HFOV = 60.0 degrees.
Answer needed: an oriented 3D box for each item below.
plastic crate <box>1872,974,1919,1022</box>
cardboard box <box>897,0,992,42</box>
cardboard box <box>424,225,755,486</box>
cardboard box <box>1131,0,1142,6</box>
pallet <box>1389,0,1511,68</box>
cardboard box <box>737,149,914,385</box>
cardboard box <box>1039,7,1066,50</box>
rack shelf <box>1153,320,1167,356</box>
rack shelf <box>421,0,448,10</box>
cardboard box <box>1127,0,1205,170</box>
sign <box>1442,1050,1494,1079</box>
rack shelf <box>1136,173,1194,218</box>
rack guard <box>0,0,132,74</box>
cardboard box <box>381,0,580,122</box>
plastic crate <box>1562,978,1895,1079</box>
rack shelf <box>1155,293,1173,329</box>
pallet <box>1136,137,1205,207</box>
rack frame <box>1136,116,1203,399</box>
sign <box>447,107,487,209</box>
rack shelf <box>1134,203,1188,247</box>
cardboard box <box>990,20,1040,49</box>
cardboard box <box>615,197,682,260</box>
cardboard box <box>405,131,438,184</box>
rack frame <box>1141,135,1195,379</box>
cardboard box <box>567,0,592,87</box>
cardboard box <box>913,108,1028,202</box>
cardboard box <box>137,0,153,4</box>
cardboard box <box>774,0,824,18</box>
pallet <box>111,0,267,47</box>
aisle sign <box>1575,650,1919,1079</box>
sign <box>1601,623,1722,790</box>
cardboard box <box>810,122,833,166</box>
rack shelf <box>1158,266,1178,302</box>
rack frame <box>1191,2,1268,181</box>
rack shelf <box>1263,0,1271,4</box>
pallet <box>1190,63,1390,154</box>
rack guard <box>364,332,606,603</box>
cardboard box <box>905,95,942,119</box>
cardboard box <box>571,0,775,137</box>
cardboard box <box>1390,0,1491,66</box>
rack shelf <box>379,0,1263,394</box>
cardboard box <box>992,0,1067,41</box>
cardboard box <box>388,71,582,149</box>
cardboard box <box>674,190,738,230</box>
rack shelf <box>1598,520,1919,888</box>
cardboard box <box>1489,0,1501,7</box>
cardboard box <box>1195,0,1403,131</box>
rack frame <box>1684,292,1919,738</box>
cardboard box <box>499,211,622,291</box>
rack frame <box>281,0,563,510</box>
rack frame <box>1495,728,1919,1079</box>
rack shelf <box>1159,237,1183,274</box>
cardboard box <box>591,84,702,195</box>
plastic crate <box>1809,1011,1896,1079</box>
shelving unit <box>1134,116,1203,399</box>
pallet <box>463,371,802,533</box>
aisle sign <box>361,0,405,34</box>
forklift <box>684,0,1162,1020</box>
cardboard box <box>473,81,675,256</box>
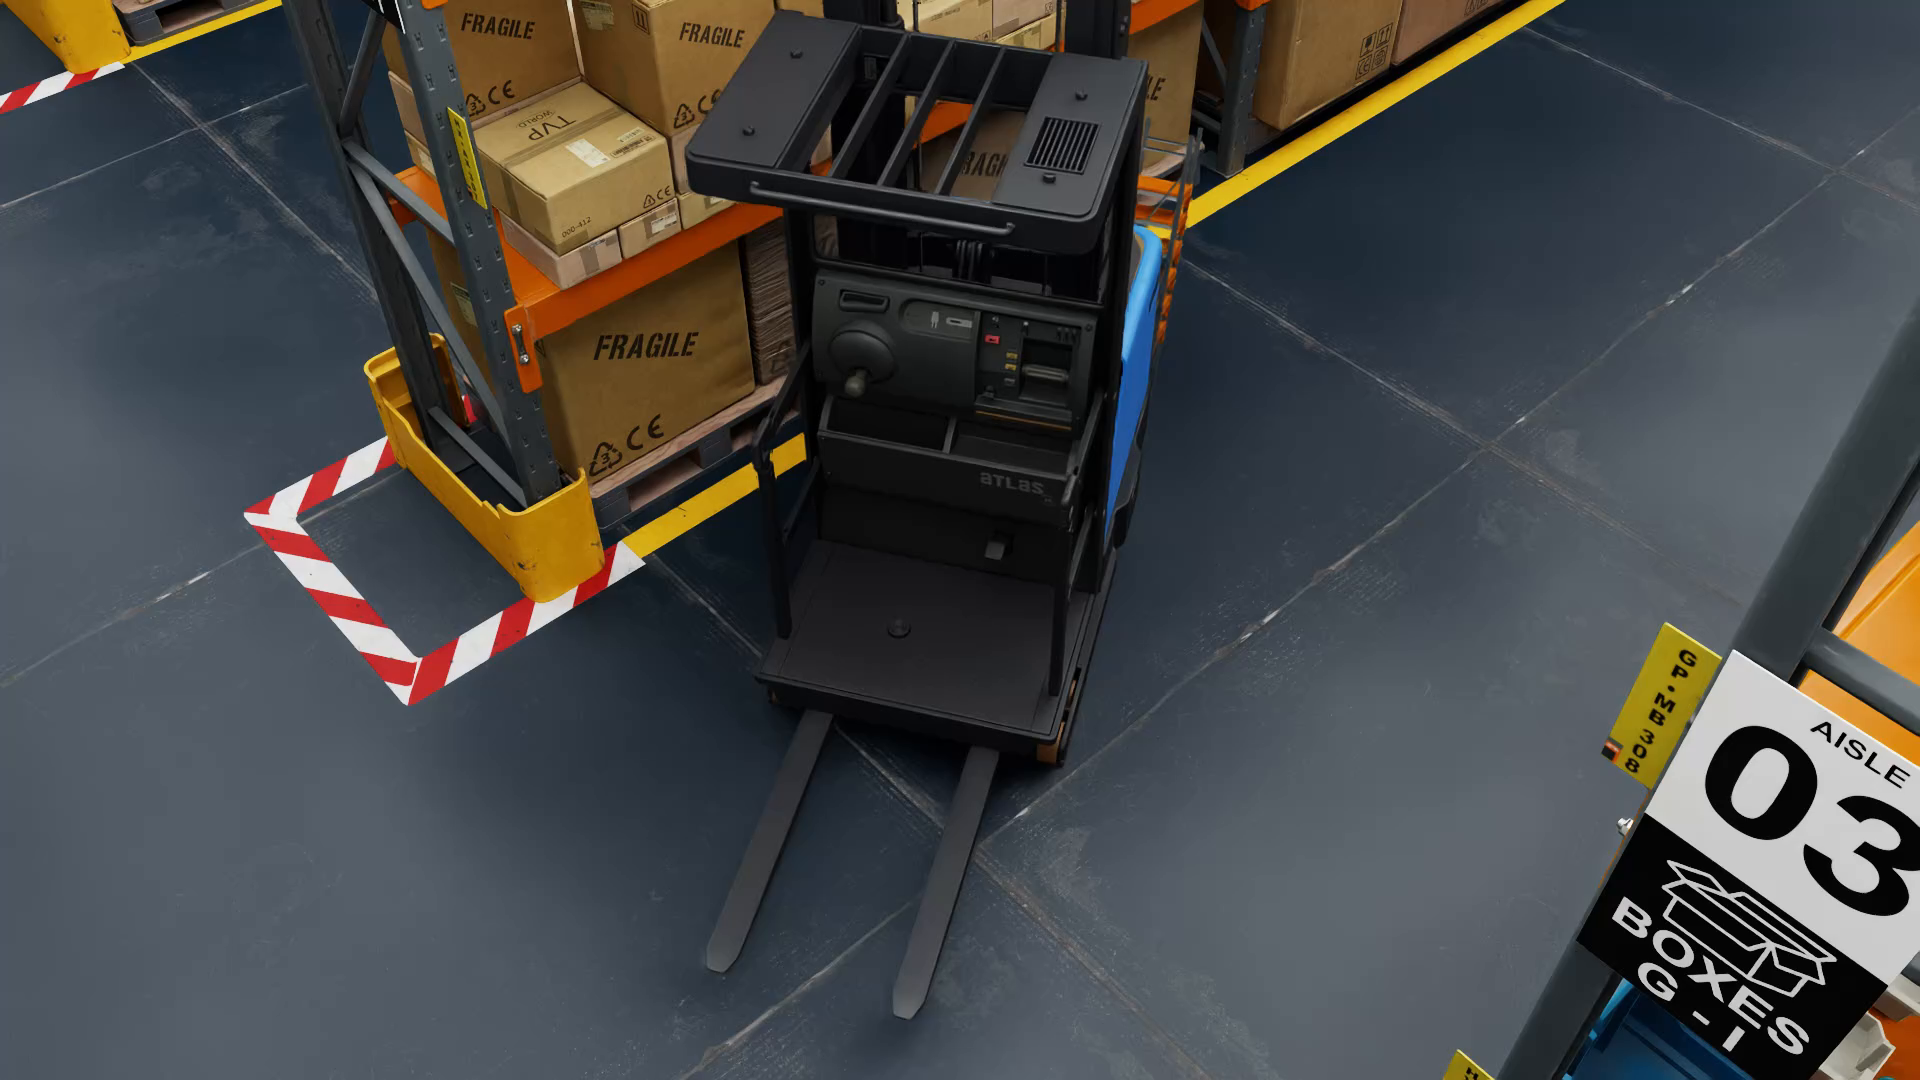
[{"bbox_3d":[2.142,0.961,3.961,0.243,0.136,0.396,-34,56,-27],"label":"plastic crate"},{"bbox_3d":[-0.222,-2.072,6.521,0.500,0.250,0.500,-35,56,-28],"label":"cardboard box"},{"bbox_3d":[-1.476,-0.946,6.742,0.875,0.875,0.875,-34,56,-27],"label":"cardboard box"},{"bbox_3d":[0.678,-2.473,7.162,0.250,0.149,0.380,-35,56,-28],"label":"cardboard box"},{"bbox_3d":[2.487,-3.225,9.582,1.213,0.211,1.003,-34,56,-27],"label":"pallet"},{"bbox_3d":[-0.803,-1.396,7.157,0.875,0.875,0.875,-34,56,-27],"label":"cardboard box"},{"bbox_3d":[0.297,-2.219,6.927,0.250,0.149,0.380,-33,55,-27],"label":"cardboard box"},{"bbox_3d":[0.740,-0.892,7.125,0.258,0.103,0.180,15,28,13],"label":"rack shelf"},{"bbox_3d":[-0.416,-2.926,5.857,4.000,0.370,1.077,-34,56,-27],"label":"rack shelf"},{"bbox_3d":[0.522,-2.281,7.973,0.875,0.875,0.875,-34,56,-27],"label":"cardboard box"},{"bbox_3d":[1.054,1.183,3.507,0.005,0.325,0.100,-34,56,-27],"label":"sign"},{"bbox_3d":[0.815,-1.422,6.854,0.258,0.103,0.180,15,28,13],"label":"rack shelf"},{"bbox_3d":[-5.101,-3.101,9.271,0.348,0.500,1.175,-34,56,-27],"label":"rack guard"},{"bbox_3d":[-1.712,-1.852,5.807,0.500,0.500,0.500,-33,55,-27],"label":"cardboard box"},{"bbox_3d":[1.558,1.230,3.509,0.499,0.435,0.616,-34,56,-27],"label":"plastic crate"},{"bbox_3d":[0.755,-0.998,7.071,0.258,0.103,0.180,15,28,13],"label":"rack shelf"},{"bbox_3d":[0.449,-1.863,8.325,1.213,0.211,1.003,-34,56,-27],"label":"pallet"},{"bbox_3d":[0.804,-1.180,7.076,0.240,1.200,0.006,15,28,13],"label":"rack frame"},{"bbox_3d":[-1.527,-1.180,5.155,0.005,0.325,0.100,-34,56,-27],"label":"sign"},{"bbox_3d":[0.800,-1.316,6.909,0.258,0.103,0.180,15,28,13],"label":"rack shelf"},{"bbox_3d":[0.108,-2.092,6.810,0.250,0.149,0.380,-35,56,-28],"label":"cardboard box"},{"bbox_3d":[-1.222,-1.203,5.990,0.250,0.149,0.380,-35,56,-28],"label":"cardboard box"},{"bbox_3d":[-1.854,-1.434,6.203,0.250,0.149,0.380,-33,55,-27],"label":"cardboard box"},{"bbox_3d":[0.747,-1.107,6.918,0.240,1.200,0.006,15,28,13],"label":"rack frame"},{"bbox_3d":[-1.340,-1.848,6.314,0.500,0.250,0.500,-35,56,-28],"label":"cardboard box"},{"bbox_3d":[-0.144,-1.836,7.563,0.875,0.875,0.875,-34,56,-27],"label":"cardboard box"},{"bbox_3d":[-4.555,-3.172,9.290,0.250,0.149,0.380,-33,55,-26],"label":"cardboard box"},{"bbox_3d":[-0.610,-2.066,6.004,0.500,0.500,0.500,-35,56,-28],"label":"cardboard box"},{"bbox_3d":[-4.477,-3.386,9.730,1.213,0.211,1.003,-34,56,-27],"label":"pallet"},{"bbox_3d":[1.186,0.524,2.457,0.004,0.787,0.394,-34,56,-27],"label":"aisle sign"},{"bbox_3d":[1.054,0.256,2.503,0.005,0.325,0.100,-34,56,-27],"label":"sign"},{"bbox_3d":[-0.652,-1.584,6.342,0.250,0.149,0.380,-35,56,-28],"label":"cardboard box"},{"bbox_3d":[0.770,-1.104,7.017,0.258,0.103,0.180,15,28,13],"label":"rack shelf"},{"bbox_3d":[1.064,-3.142,7.608,0.127,3.000,1.000,-34,56,-27],"label":"rack frame"},{"bbox_3d":[2.544,-3.887,8.785,4.000,0.370,1.077,-34,56,-27],"label":"rack shelf"},{"bbox_3d":[1.584,-2.619,9.023,1.213,0.211,1.003,-34,56,-27],"label":"pallet"},{"bbox_3d":[-1.914,-0.305,6.691,0.348,0.500,1.175,-34,56,-27],"label":"rack guard"},{"bbox_3d":[-0.274,-1.836,6.574,0.250,0.149,0.380,-35,56,-28],"label":"cardboard box"},{"bbox_3d":[-0.989,-1.806,5.765,0.500,0.500,0.500,-35,56,-28],"label":"cardboard box"},{"bbox_3d":[2.184,-3.333,8.945,0.875,0.875,1.225,-36,57,-28],"label":"cardboard box"},{"bbox_3d":[-0.416,-1.909,6.960,4.000,0.370,1.077,-34,56,-27],"label":"rack shelf"},{"bbox_3d":[0.155,-2.321,6.750,0.500,0.250,0.500,-33,55,-26],"label":"cardboard box"},{"bbox_3d":[-1.716,-1.598,6.083,0.500,0.250,0.500,-35,56,-28],"label":"cardboard box"},{"bbox_3d":[-1.033,-1.329,6.107,0.250,0.149,0.380,-35,56,-28],"label":"cardboard box"},{"bbox_3d":[2.916,-0.233,3.372,4.000,0.370,1.077,-34,56,-27],"label":"rack shelf"},{"bbox_3d":[2.834,-3.775,9.352,0.875,0.875,1.225,-34,56,-27],"label":"cardboard box"},{"bbox_3d":[1.524,-2.891,8.536,0.875,0.875,1.225,-34,56,-27],"label":"cardboard box"},{"bbox_3d":[1.436,-0.505,1.093,0.127,3.000,1.000,-34,56,-27],"label":"rack frame"},{"bbox_3d":[-1.411,-1.075,5.872,0.250,0.149,0.380,-33,55,-27],"label":"cardboard box"},{"bbox_3d":[-1.896,-1.164,5.783,0.127,3.000,1.000,-34,56,-27],"label":"rack frame"},{"bbox_3d":[1.436,1.529,3.298,0.127,3.000,1.000,-34,56,-27],"label":"rack frame"},{"bbox_3d":[0.785,-1.210,6.963,0.258,0.103,0.180,15,28,13],"label":"rack shelf"},{"bbox_3d":[-0.979,-1.565,6.053,0.500,0.250,0.500,-34,56,-28],"label":"cardboard box"},{"bbox_3d":[1.918,1.097,3.836,0.243,0.136,0.396,-34,56,-27],"label":"plastic crate"},{"bbox_3d":[0.775,-1.144,6.997,0.258,1.200,0.189,15,28,13],"label":"shelving unit"},{"bbox_3d":[-1.357,-0.656,7.212,1.213,0.211,1.003,-34,56,-27],"label":"pallet"},{"bbox_3d":[-1.747,-1.847,4.644,0.004,0.787,0.394,-34,56,-27],"label":"aisle sign"},{"bbox_3d":[-0.080,-0.511,5.227,1.130,2.935,3.031,11,48,10],"label":"forklift"},{"bbox_3d":[-1.359,-1.305,5.812,0.500,0.250,0.500,-35,56,-28],"label":"cardboard box"}]
